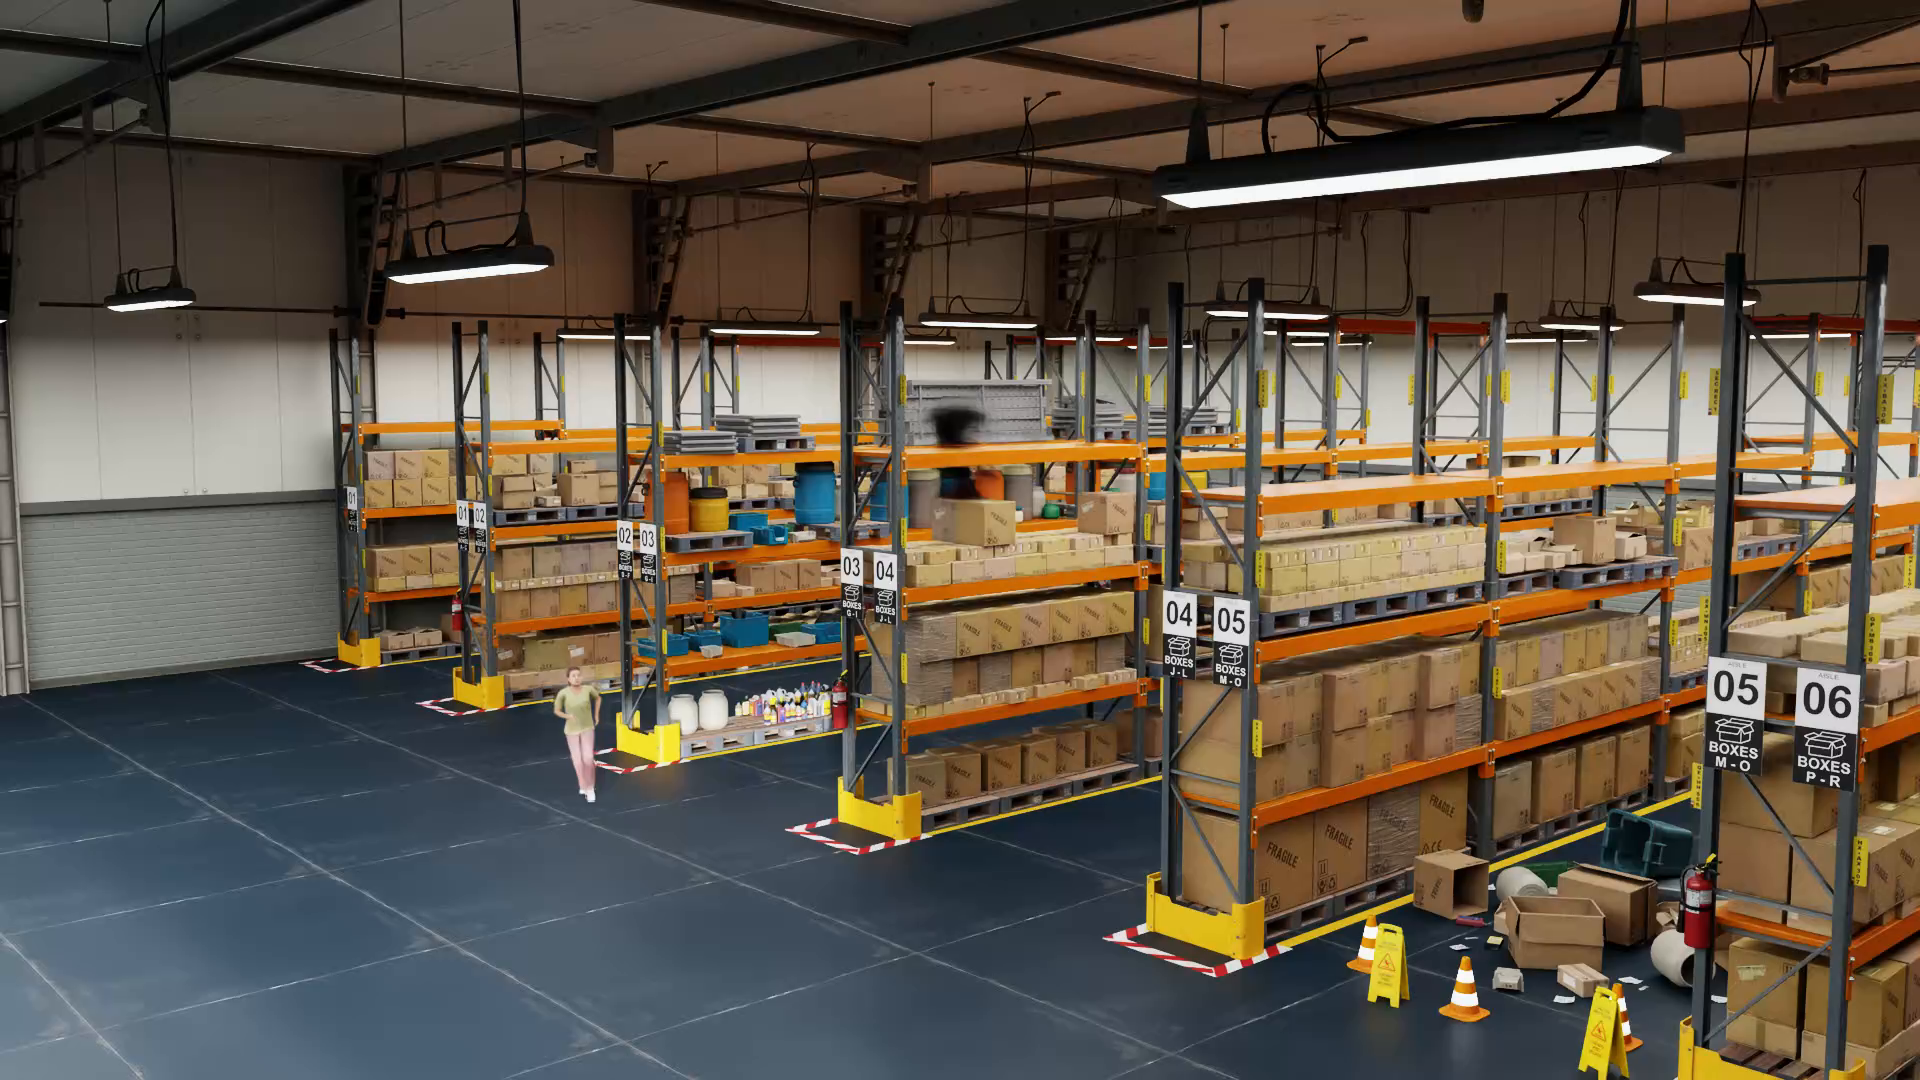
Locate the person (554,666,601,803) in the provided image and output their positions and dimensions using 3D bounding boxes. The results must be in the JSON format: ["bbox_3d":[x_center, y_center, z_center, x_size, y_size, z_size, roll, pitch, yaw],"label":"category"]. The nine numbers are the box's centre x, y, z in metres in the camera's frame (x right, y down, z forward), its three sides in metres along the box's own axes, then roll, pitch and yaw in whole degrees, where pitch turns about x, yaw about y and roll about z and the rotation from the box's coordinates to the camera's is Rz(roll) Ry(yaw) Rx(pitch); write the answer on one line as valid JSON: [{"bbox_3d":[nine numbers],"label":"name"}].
[{"bbox_3d":[-4.640,2.351,20.216,0.554,1.679,0.662,-1,6,-11],"label":"person"}]
